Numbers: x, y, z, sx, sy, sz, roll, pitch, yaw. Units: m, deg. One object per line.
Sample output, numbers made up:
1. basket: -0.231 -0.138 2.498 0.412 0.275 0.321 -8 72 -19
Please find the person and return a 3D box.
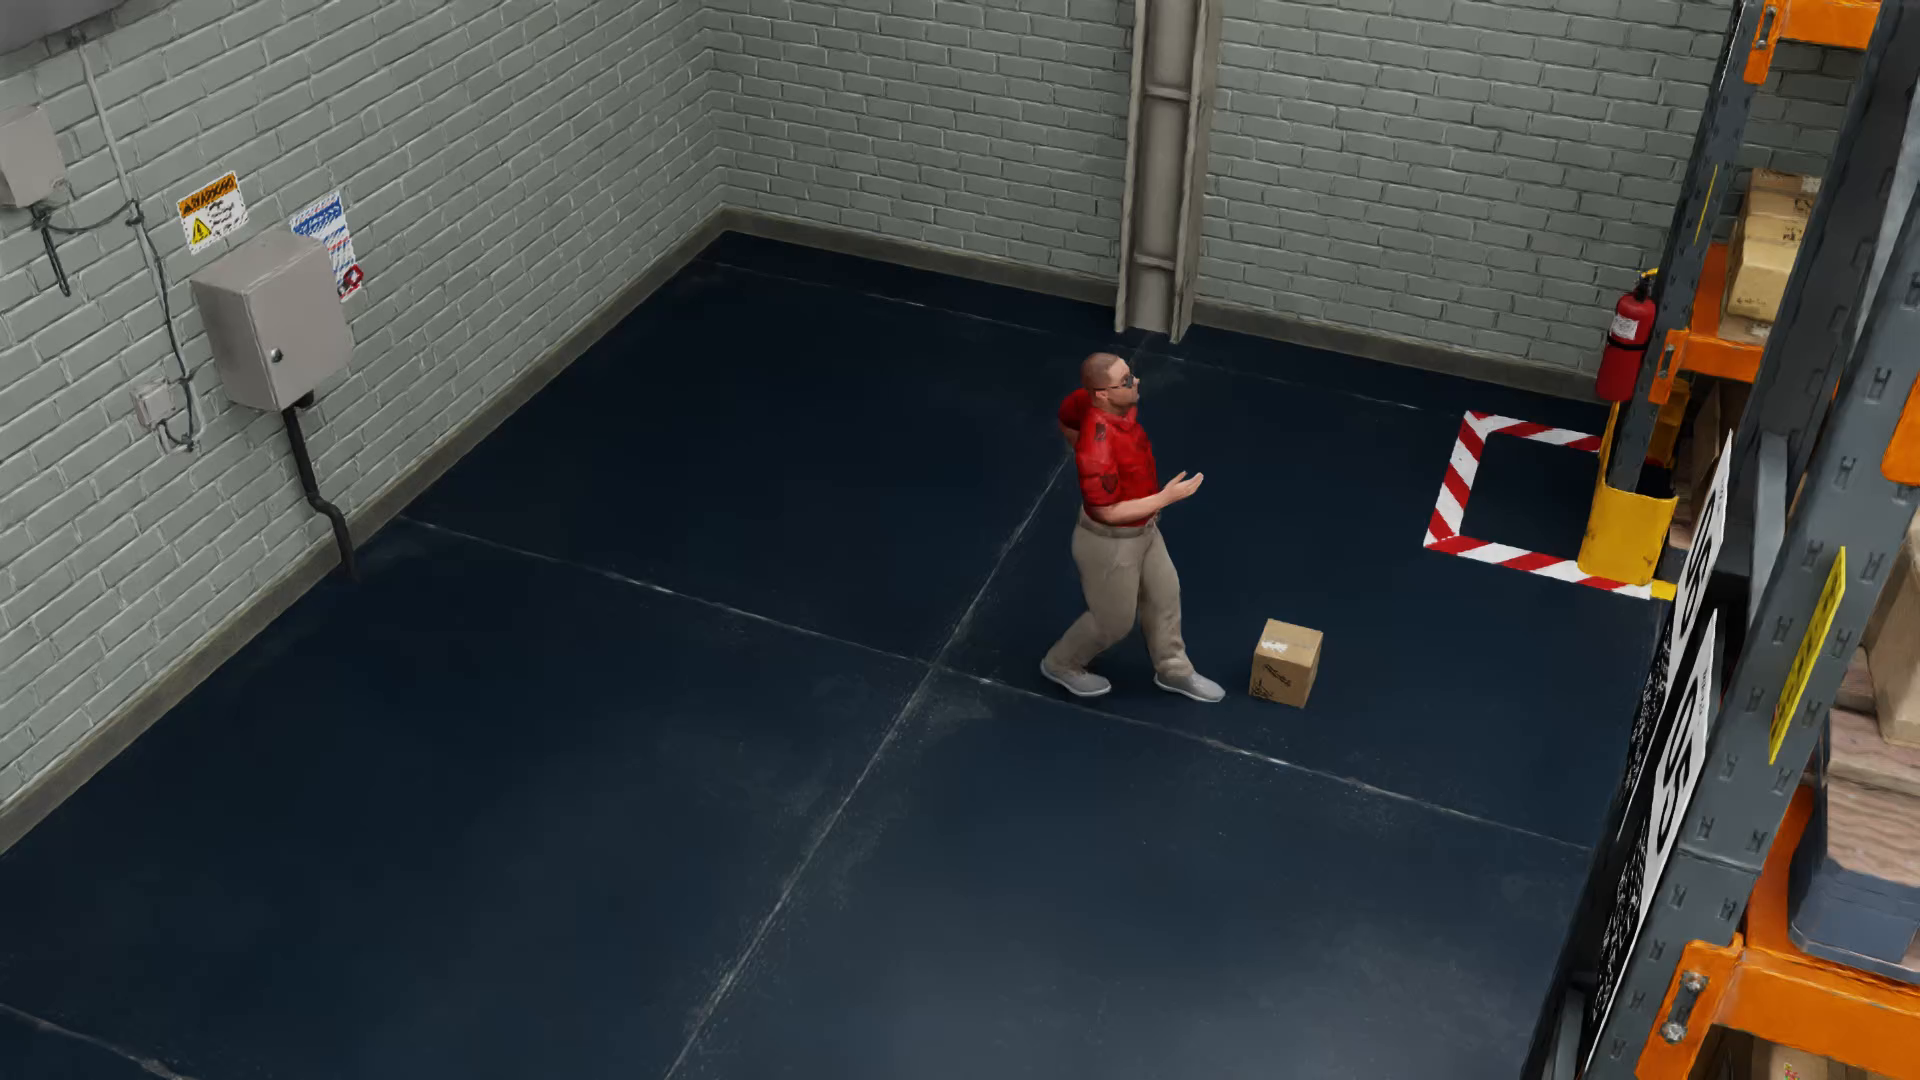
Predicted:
1. person: 0.730 0.009 6.852 0.851 1.730 0.622 11 39 15
